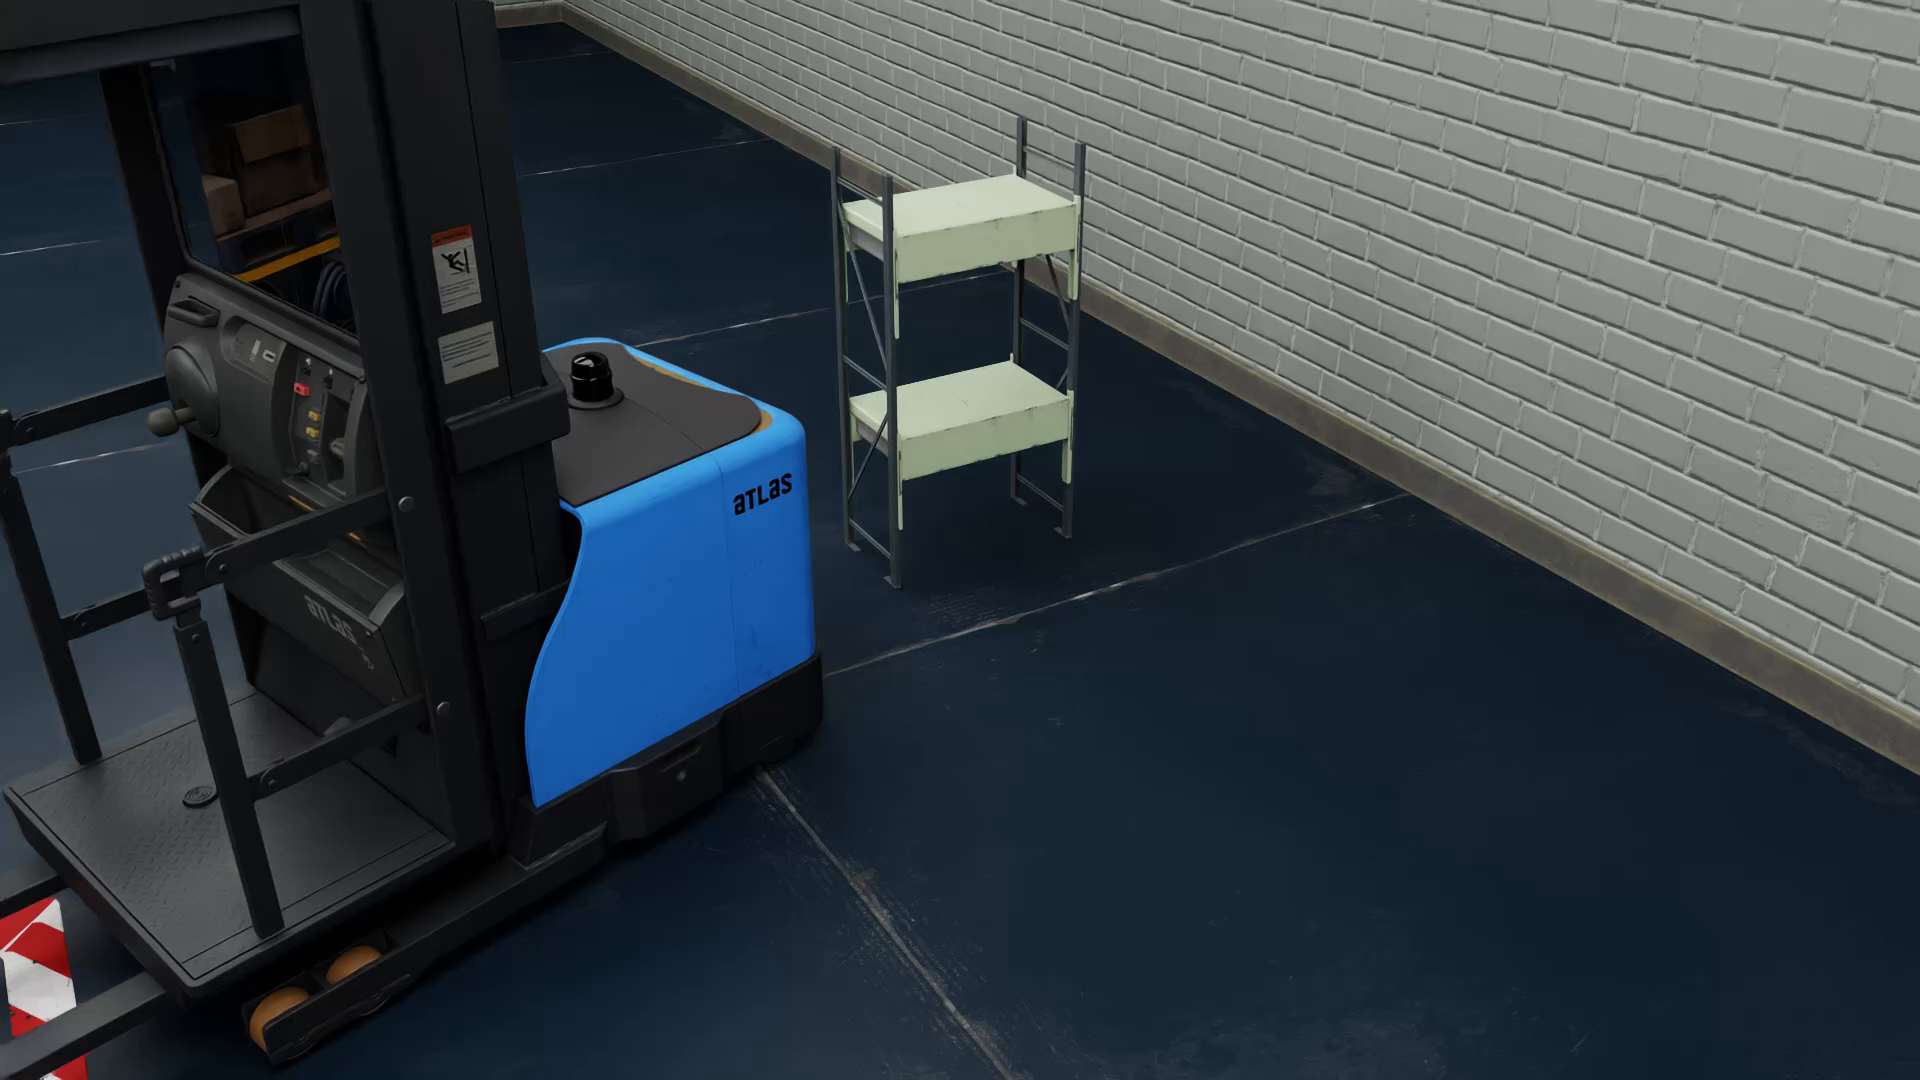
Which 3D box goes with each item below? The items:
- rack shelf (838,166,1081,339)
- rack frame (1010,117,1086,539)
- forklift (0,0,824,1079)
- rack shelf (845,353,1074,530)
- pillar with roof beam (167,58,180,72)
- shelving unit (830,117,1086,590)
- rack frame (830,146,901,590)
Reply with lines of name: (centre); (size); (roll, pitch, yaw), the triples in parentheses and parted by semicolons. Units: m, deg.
rack shelf: (-0.006, -0.997, 5.696); (0.720, 0.370, 0.431); (-16, 33, -26)
rack frame: (0.310, -0.745, 6.047); (0.023, 1.500, 0.400); (-16, 33, -26)
forklift: (-1.787, -0.317, 3.791); (1.130, 2.935, 3.031); (24, 37, 36)
rack shelf: (-0.006, -0.370, 6.042); (0.720, 0.370, 0.431); (-16, 33, -26)
pillar with roof beam: (-3.757, -5.848, 7.533); (0.400, 9.000, 9.100); (-16, 33, -26)
shelving unit: (-0.006, -0.655, 5.885); (0.755, 1.500, 0.431); (-16, 33, -26)
rack frame: (-0.321, -0.565, 5.722); (0.023, 1.500, 0.400); (-16, 33, -26)
